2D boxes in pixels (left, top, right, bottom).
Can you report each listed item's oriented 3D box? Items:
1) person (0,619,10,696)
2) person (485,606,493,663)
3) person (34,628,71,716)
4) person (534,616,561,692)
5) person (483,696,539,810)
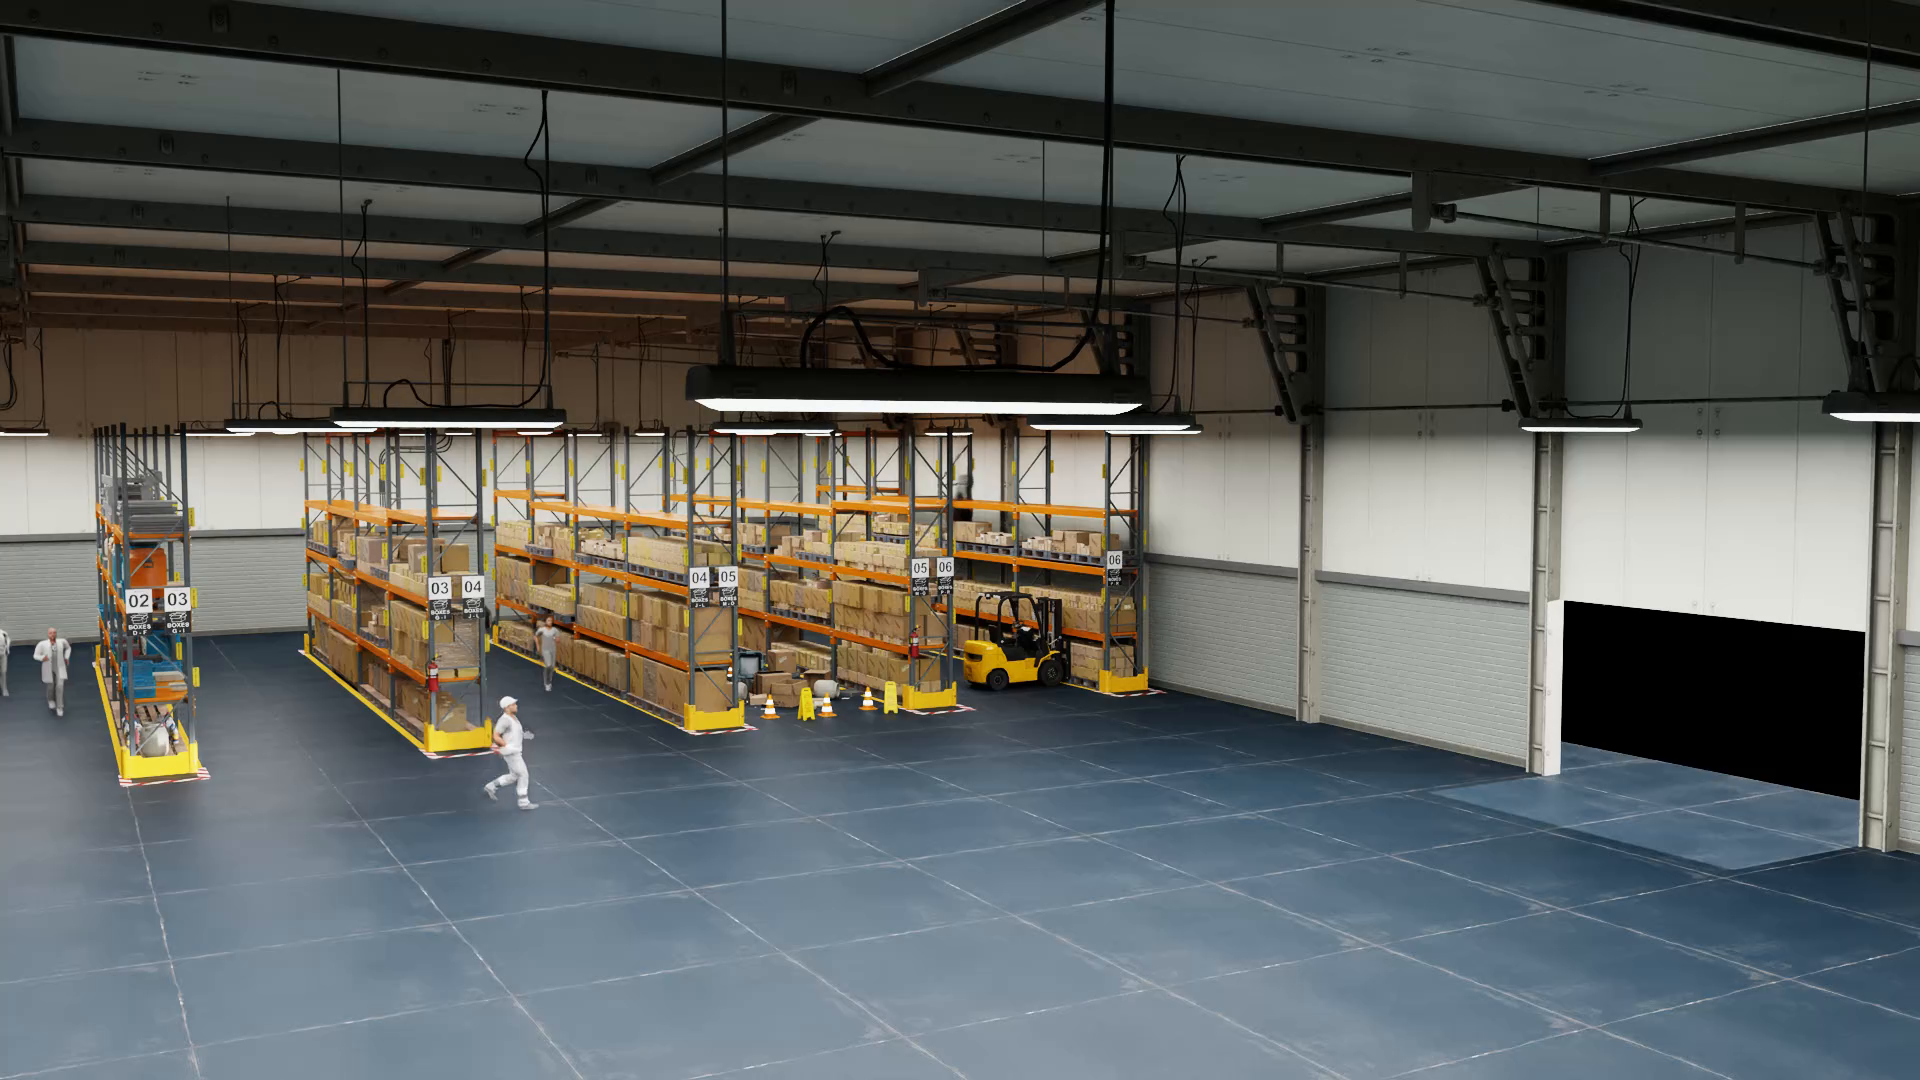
[{"bbox_3d":[-21.517,2.603,37.175,0.612,1.701,0.920,-3,5,-43],"label":"person"},{"bbox_3d":[-12.348,2.298,42.825,0.667,1.693,0.716,-2,4,-31],"label":"person"},{"bbox_3d":[-18.884,2.725,34.644,0.707,1.798,0.995,-2,4,-33],"label":"person"},{"bbox_3d":[-9.404,2.588,37.997,0.531,1.720,0.738,-2,4,-35],"label":"person"},{"bbox_3d":[-6.947,3.288,25.658,0.868,1.760,0.669,0,3,-3],"label":"person"}]
